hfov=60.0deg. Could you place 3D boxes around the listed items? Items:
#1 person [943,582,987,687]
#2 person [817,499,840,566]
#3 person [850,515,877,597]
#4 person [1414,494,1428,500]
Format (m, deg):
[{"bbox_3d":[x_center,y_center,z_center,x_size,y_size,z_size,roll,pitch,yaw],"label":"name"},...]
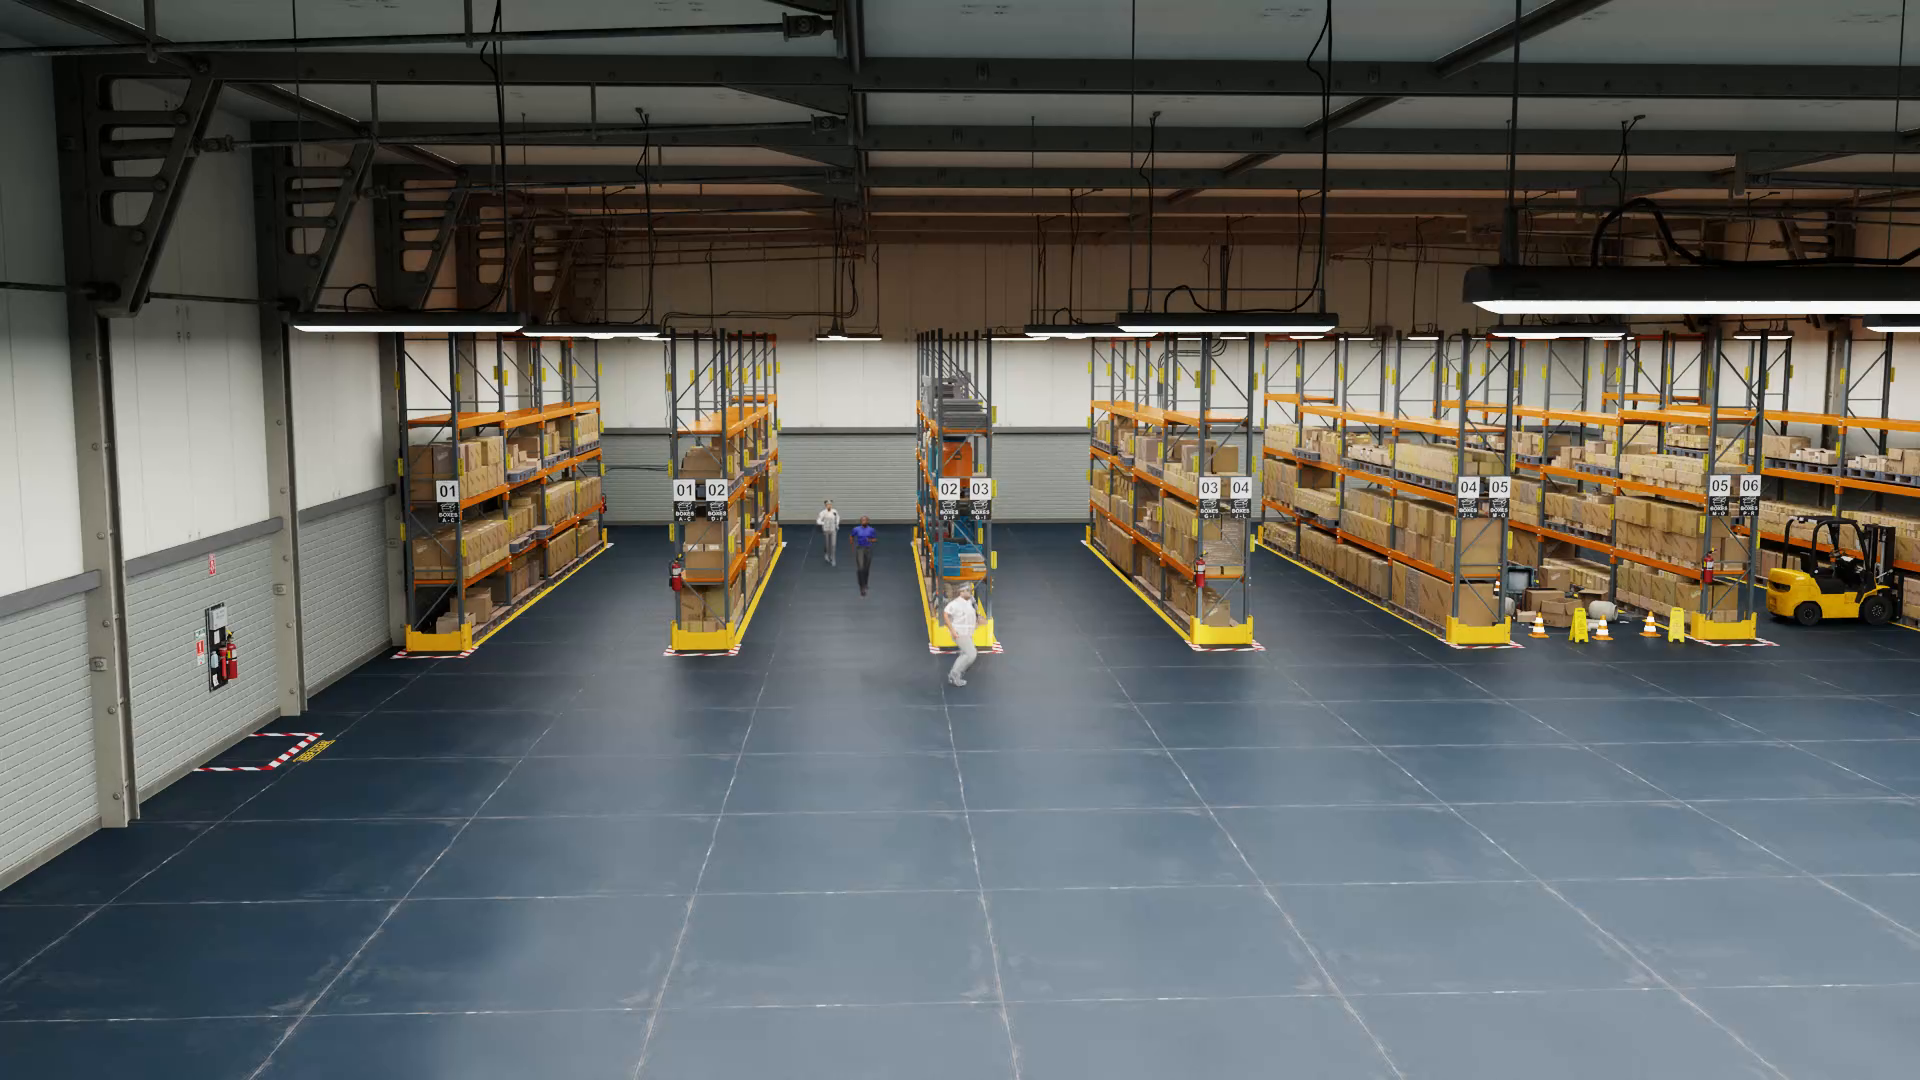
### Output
[{"bbox_3d":[0.100,1.580,27.884,0.661,1.770,0.662,3,7,21],"label":"person"},{"bbox_3d":[-3.397,-0.214,43.133,0.618,1.702,0.935,-2,7,-13],"label":"person"},{"bbox_3d":[-2.099,0.328,36.426,0.547,1.749,0.740,-2,7,-16],"label":"person"},{"bbox_3d":[13.646,-0.933,49.477,0.527,1.668,0.787,2,7,13],"label":"person"}]
